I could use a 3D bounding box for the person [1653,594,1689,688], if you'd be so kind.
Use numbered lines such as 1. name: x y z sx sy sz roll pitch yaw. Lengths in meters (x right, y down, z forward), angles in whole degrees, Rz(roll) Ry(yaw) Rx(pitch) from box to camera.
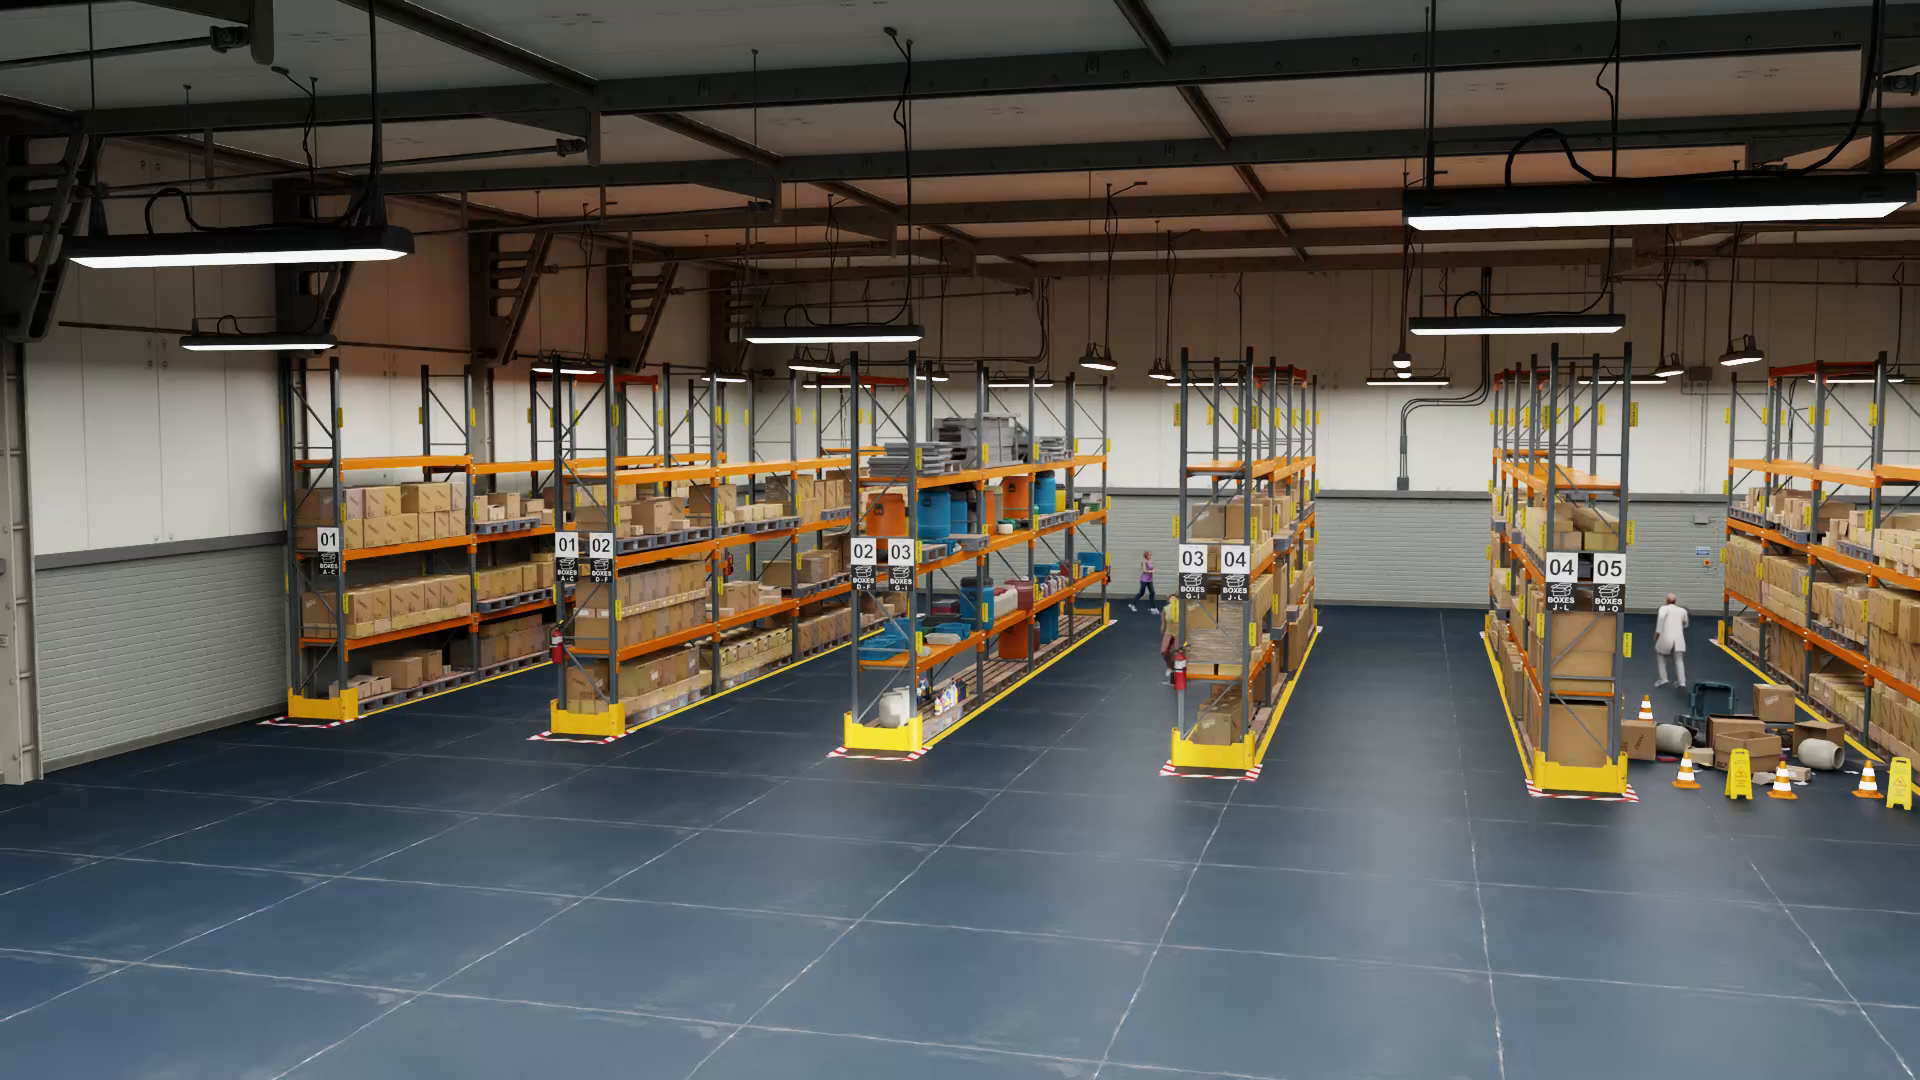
1. person: 13.140 1.884 30.690 0.700 1.756 1.062 0 4 6

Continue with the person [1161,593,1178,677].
1. person: 3.897 1.739 30.381 0.600 1.556 0.849 2 5 24

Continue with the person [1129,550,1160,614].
1. person: 4.719 1.064 42.424 0.861 1.609 0.543 3 5 31
